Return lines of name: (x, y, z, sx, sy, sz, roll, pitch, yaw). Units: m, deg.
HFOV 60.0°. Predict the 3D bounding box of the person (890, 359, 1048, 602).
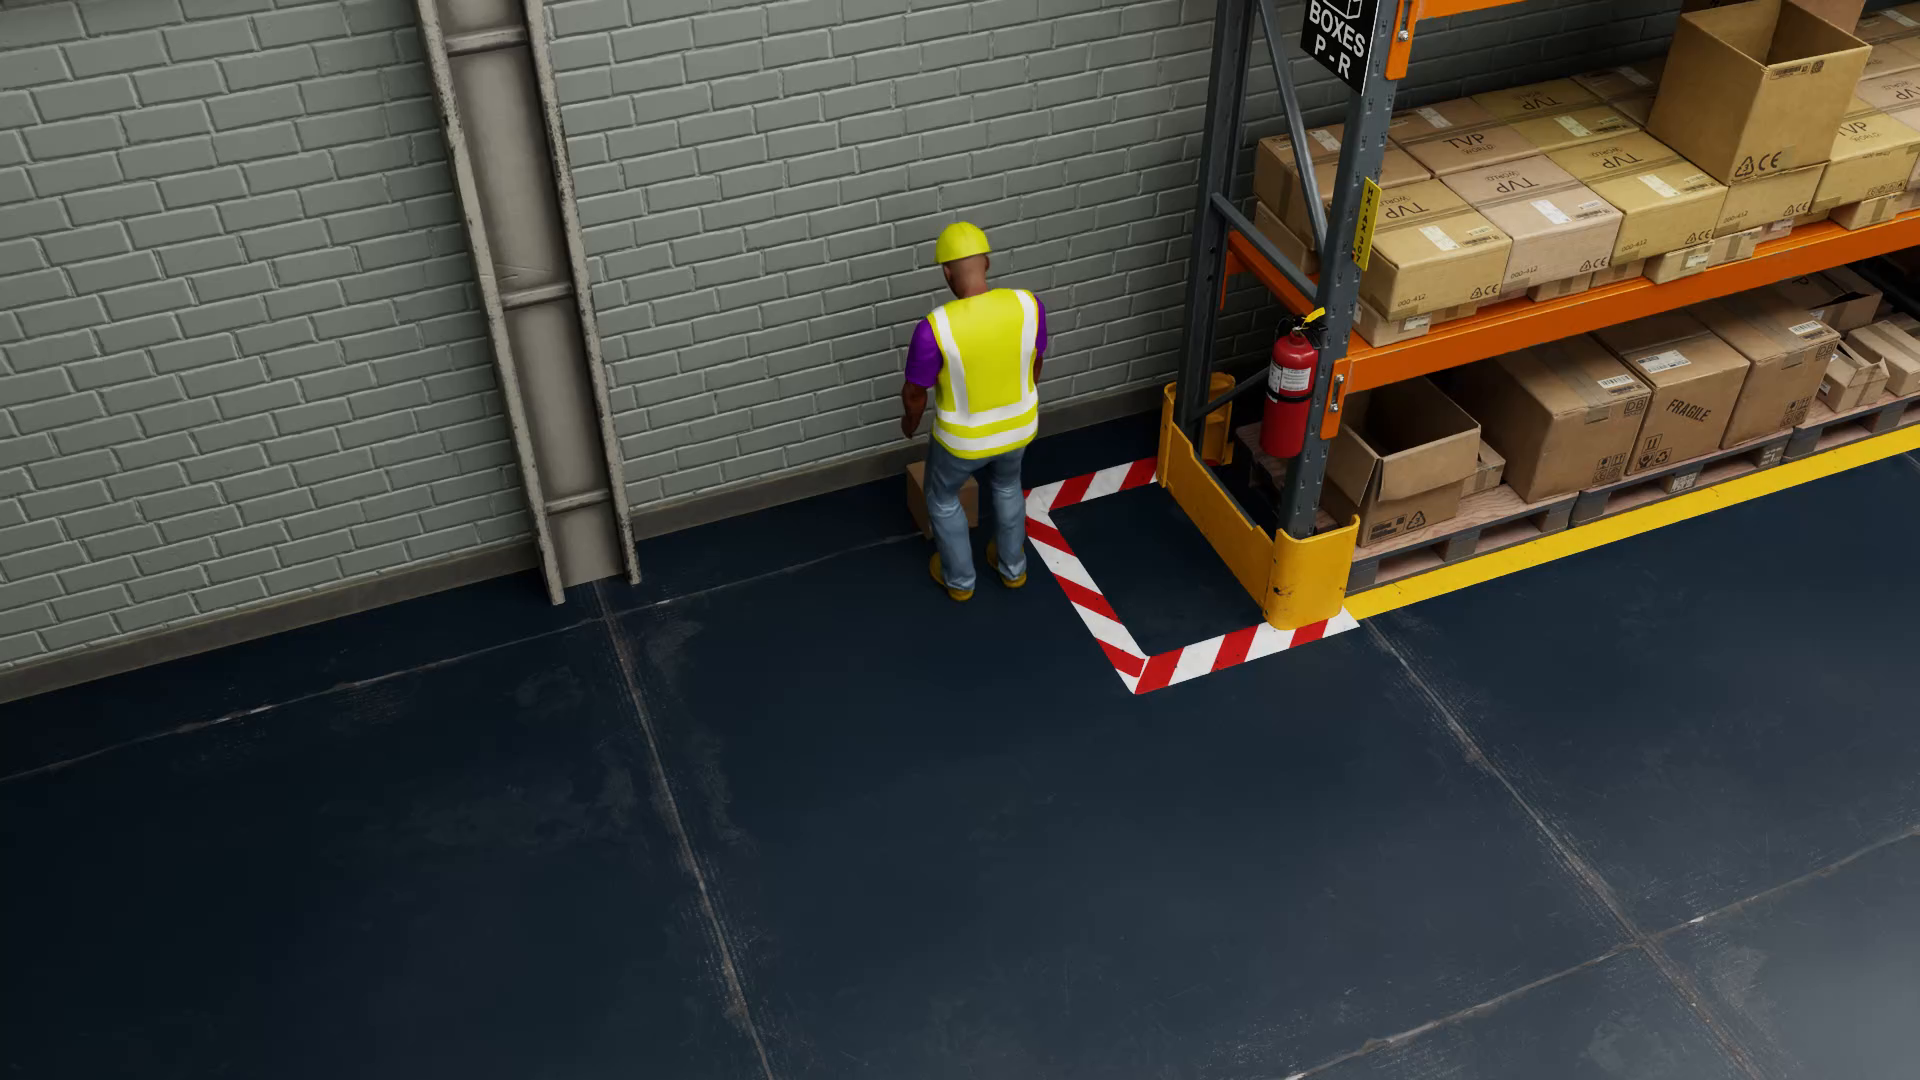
person: (-0.008, -0.220, 7.161, 0.539, 0.873, 0.939, -16, 44, -17)
